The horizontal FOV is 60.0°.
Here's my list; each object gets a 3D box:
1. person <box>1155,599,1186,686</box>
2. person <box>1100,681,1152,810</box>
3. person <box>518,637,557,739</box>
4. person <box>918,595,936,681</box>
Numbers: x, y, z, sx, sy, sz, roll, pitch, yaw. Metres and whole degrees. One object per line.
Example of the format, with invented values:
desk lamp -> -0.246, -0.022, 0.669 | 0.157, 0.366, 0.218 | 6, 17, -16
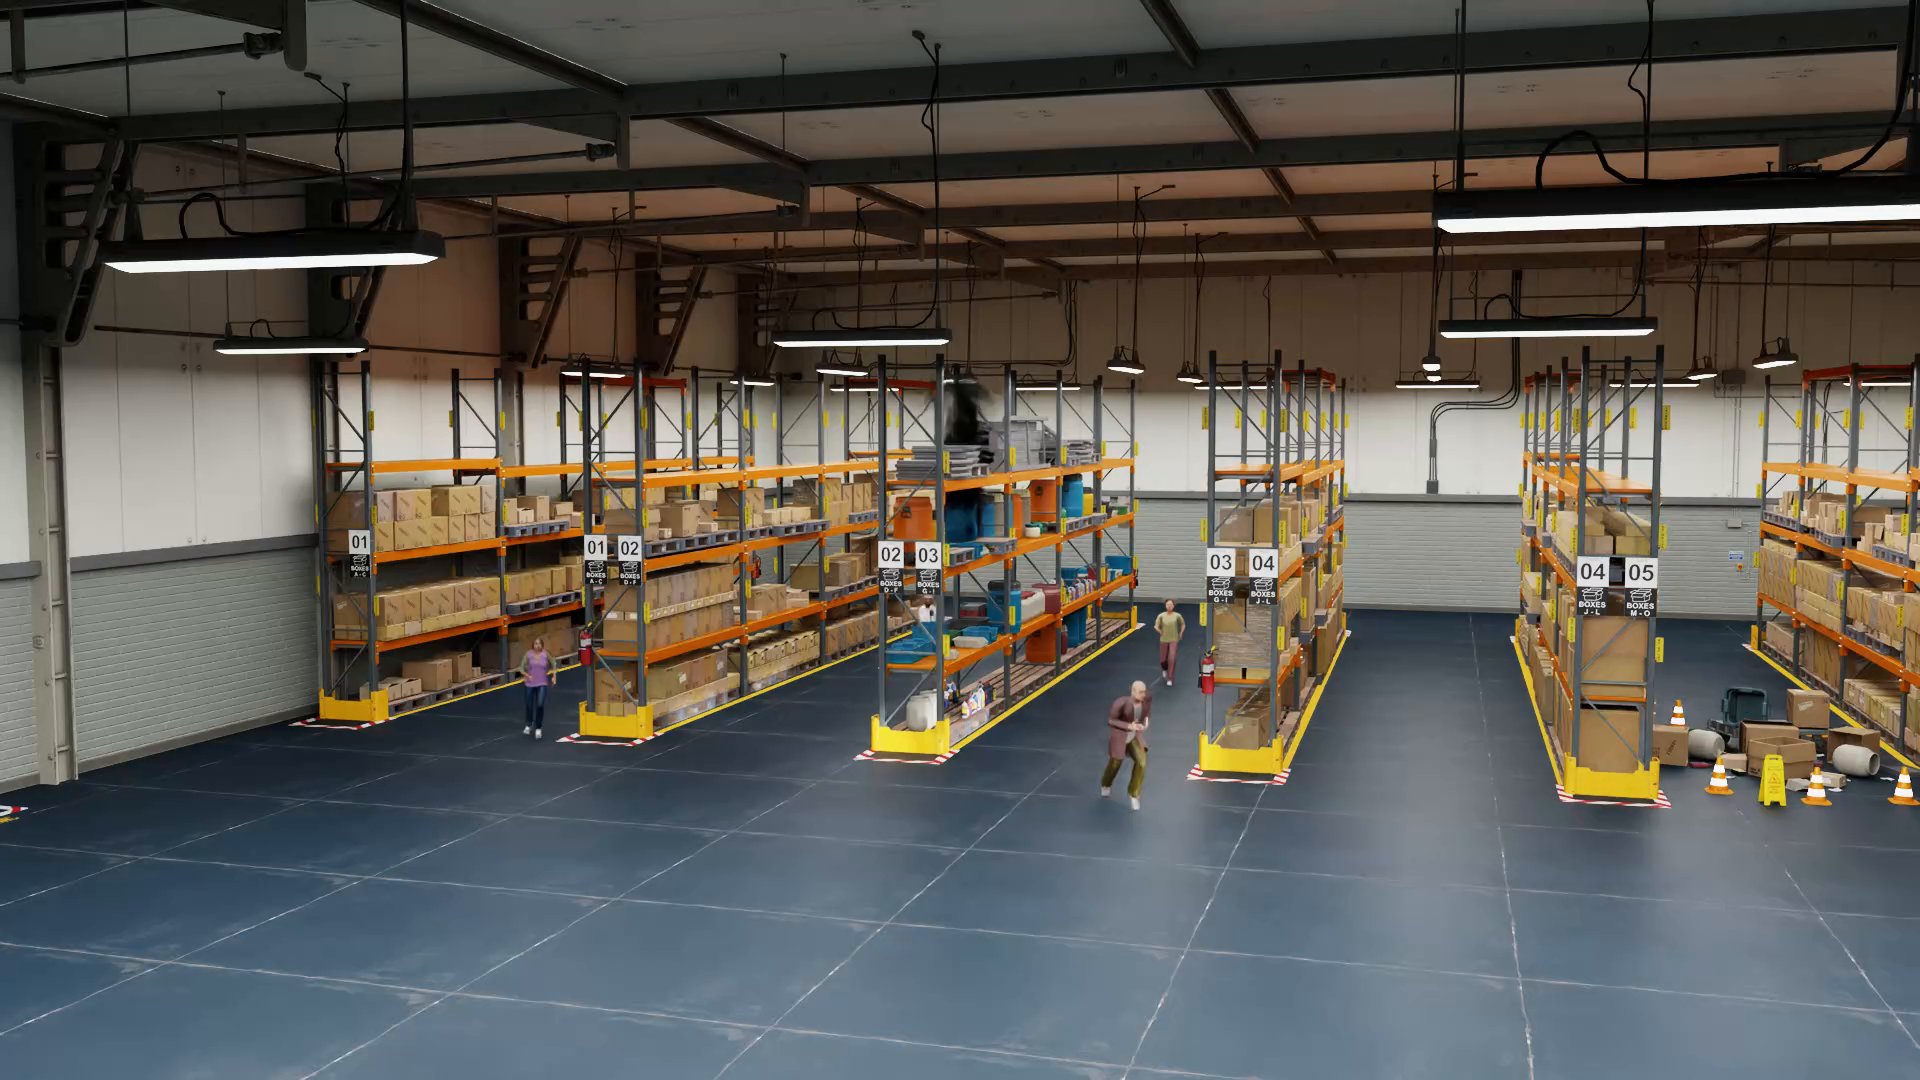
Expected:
person -> 3.994, 1.927, 31.634 | 0.588, 1.628, 0.758 | 1, 4, 9
person -> 2.155, 2.648, 21.687 | 0.752, 1.734, 1.072 | -2, 5, -25
person -> -6.687, 2.350, 26.348 | 0.588, 1.628, 0.612 | -1, 4, -14
person -> -0.584, 1.796, 30.795 | 0.561, 1.692, 0.564 | 1, 4, 16
